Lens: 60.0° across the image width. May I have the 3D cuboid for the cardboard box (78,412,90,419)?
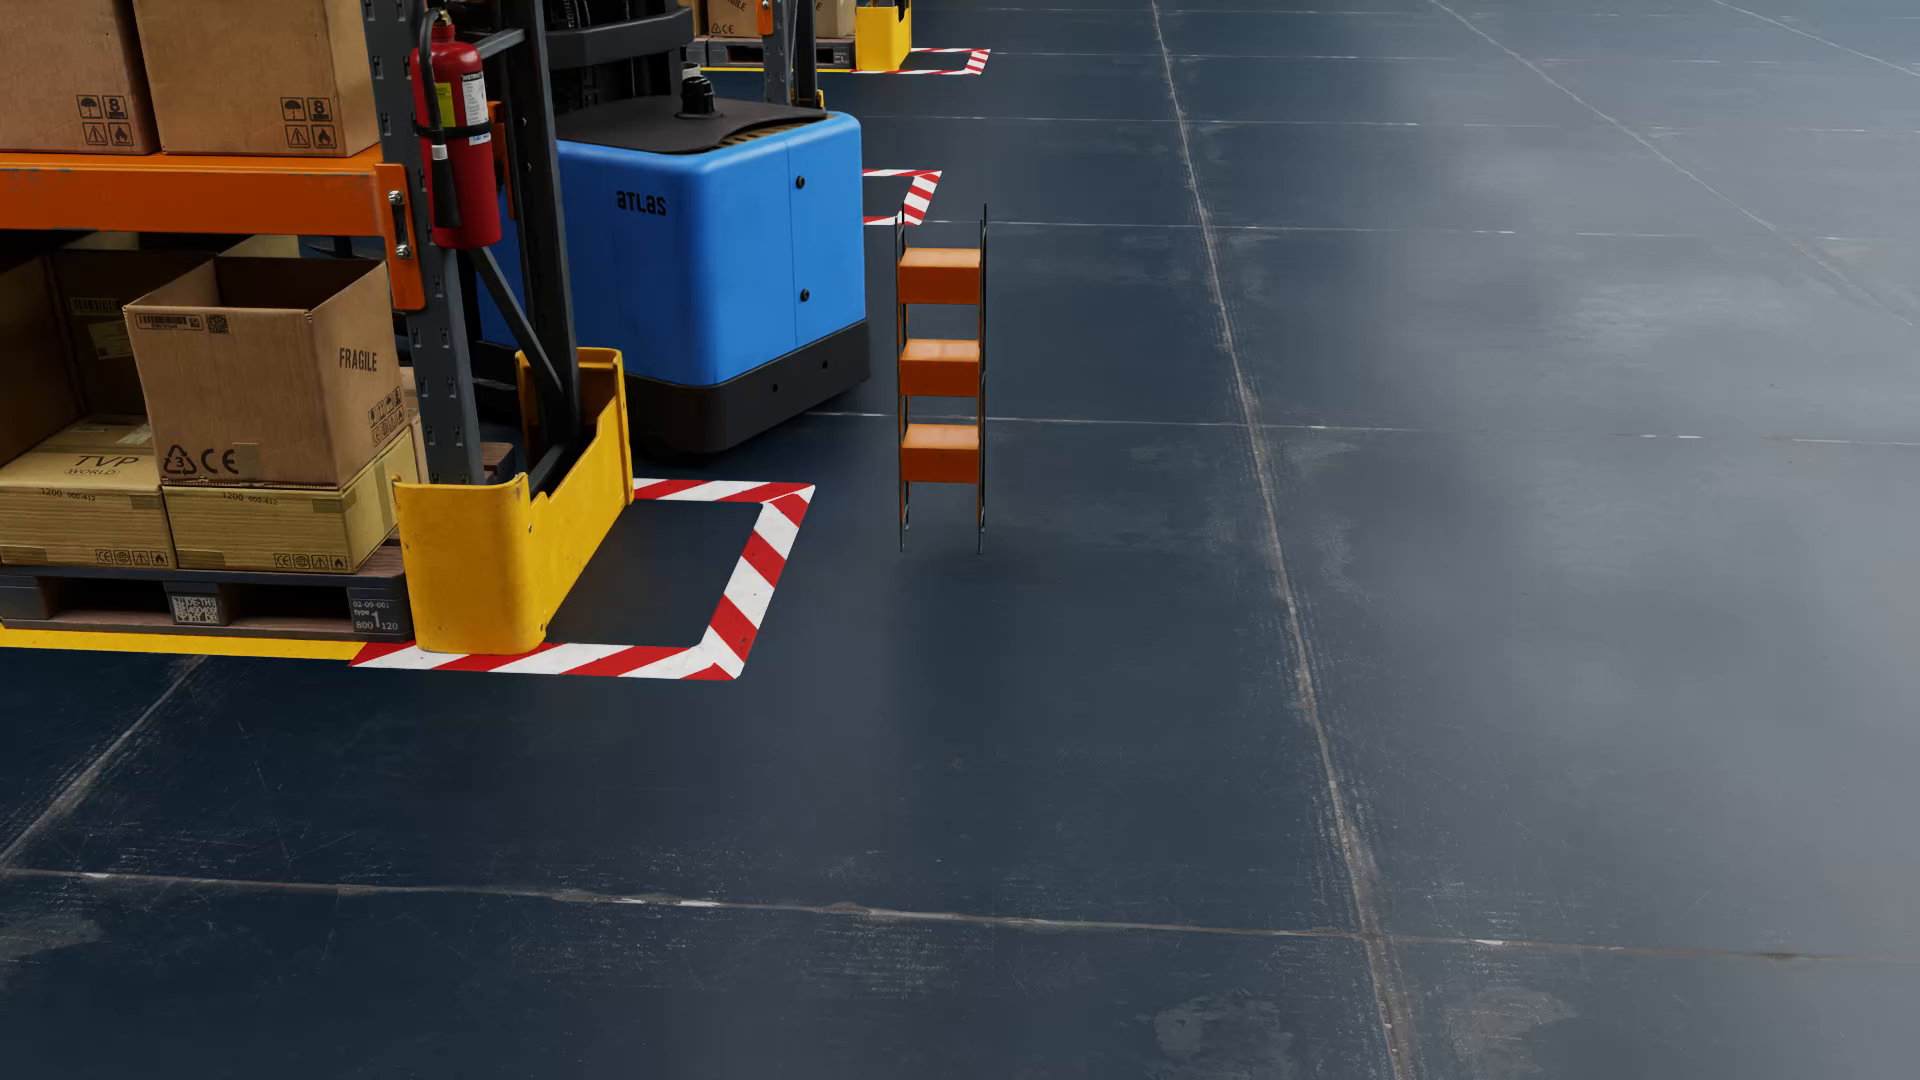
[{"bbox_3d":[-2.839,-0.375,5.264,0.500,0.250,0.500,2,25,4],"label":"cardboard box"}]

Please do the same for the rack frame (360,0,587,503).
[{"bbox_3d":[-1.324,-1.293,4.472,0.127,3.000,1.000,2,25,4],"label":"rack frame"}]

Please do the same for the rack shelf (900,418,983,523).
[{"bbox_3d":[-0.053,-0.217,5.155,0.240,0.259,0.215,2,25,4],"label":"rack shelf"}]

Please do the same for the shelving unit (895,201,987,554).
[{"bbox_3d":[-0.053,-0.479,5.034,0.252,1.050,0.215,2,25,4],"label":"shelving unit"}]

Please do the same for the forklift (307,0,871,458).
[{"bbox_3d":[-1.872,-2.064,6.228,3.031,2.935,1.130,14,28,28],"label":"forklift"}]

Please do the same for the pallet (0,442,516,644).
[{"bbox_3d":[-2.090,-0.033,5.070,1.213,0.211,1.003,2,25,4],"label":"pallet"}]

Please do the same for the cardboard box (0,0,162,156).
[{"bbox_3d":[-2.313,-1.374,4.527,0.500,0.500,0.700,2,25,5],"label":"cardboard box"}]

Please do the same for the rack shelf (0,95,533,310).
[{"bbox_3d":[-3.319,-1.030,4.761,4.000,0.370,1.077,2,25,4],"label":"rack shelf"}]

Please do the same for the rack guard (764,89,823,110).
[{"bbox_3d":[-1.021,-2.205,9.443,0.348,0.500,1.175,2,25,4],"label":"rack guard"}]

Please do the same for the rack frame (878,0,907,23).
[{"bbox_3d":[-0.562,-5.422,13.444,0.127,3.000,1.000,2,25,4],"label":"rack frame"}]

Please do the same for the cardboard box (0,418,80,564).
[{"bbox_3d":[-2.880,-0.155,4.786,0.500,0.250,0.500,2,25,4],"label":"cardboard box"}]

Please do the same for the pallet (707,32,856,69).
[{"bbox_3d":[-1.445,-4.198,14.121,1.213,0.211,1.003,2,25,4],"label":"pallet"}]

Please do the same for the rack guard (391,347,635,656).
[{"bbox_3d":[-1.300,-0.157,4.993,0.348,0.500,1.175,2,25,4],"label":"rack guard"}]

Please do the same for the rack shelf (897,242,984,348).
[{"bbox_3d":[-0.053,-0.727,4.920,0.240,0.259,0.215,2,25,4],"label":"rack shelf"}]

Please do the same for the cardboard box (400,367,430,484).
[{"bbox_3d":[-1.842,-0.345,5.198,0.500,0.250,0.500,2,25,4],"label":"cardboard box"}]

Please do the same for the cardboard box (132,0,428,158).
[{"bbox_3d":[-1.789,-1.359,4.495,0.500,0.500,0.700,2,25,4],"label":"cardboard box"}]

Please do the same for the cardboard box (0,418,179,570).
[{"bbox_3d":[-2.381,-0.140,4.752,0.500,0.250,0.500,2,25,4],"label":"cardboard box"}]

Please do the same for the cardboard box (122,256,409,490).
[{"bbox_3d":[-1.882,-0.469,4.570,0.500,0.500,0.500,2,25,4],"label":"cardboard box"}]

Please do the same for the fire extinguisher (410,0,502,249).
[{"bbox_3d":[-1.242,-1.061,4.059,0.183,0.674,0.296,2,25,4],"label":"fire extinguisher"}]

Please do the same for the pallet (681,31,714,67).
[{"bbox_3d":[-2.659,-4.238,14.208,1.213,0.211,1.003,2,25,4],"label":"pallet"}]

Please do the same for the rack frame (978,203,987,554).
[{"bbox_3d":[0.068,-0.475,5.026,0.008,1.050,0.200,2,25,4],"label":"rack frame"}]

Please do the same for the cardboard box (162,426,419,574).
[{"bbox_3d":[-1.882,-0.129,4.728,0.500,0.250,0.500,2,25,4],"label":"cardboard box"}]

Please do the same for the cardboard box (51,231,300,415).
[{"bbox_3d":[-2.341,-0.701,5.074,0.500,0.500,0.500,2,25,4],"label":"cardboard box"}]

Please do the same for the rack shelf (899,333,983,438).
[{"bbox_3d":[-0.053,-0.469,5.039,0.240,0.259,0.215,2,25,4],"label":"rack shelf"}]

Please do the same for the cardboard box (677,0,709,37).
[{"bbox_3d":[-2.405,-4.537,14.009,0.500,0.500,0.500,4,25,9],"label":"cardboard box"}]

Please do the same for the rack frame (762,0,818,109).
[{"bbox_3d":[-0.941,-3.357,8.958,0.127,3.000,1.000,2,25,4],"label":"rack frame"}]

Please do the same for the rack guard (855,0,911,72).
[{"bbox_3d":[-0.638,-4.289,13.972,0.348,0.500,1.175,2,25,4],"label":"rack guard"}]

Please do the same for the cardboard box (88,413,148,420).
[{"bbox_3d":[-2.341,-0.359,5.229,0.500,0.250,0.500,2,25,4],"label":"cardboard box"}]

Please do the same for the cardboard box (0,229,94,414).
[{"bbox_3d":[-2.840,-0.711,5.097,0.500,0.500,0.500,2,25,4],"label":"cardboard box"}]

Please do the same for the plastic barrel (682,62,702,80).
[{"bbox_3d":[-1.604,-2.407,9.367,0.421,0.512,0.421,0,25,0],"label":"plastic barrel"}]

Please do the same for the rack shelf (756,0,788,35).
[{"bbox_3d":[-2.936,-3.095,9.248,4.000,0.370,1.077,2,25,4],"label":"rack shelf"}]

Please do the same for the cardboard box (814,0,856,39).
[{"bbox_3d":[-1.184,-4.504,13.938,0.500,0.500,0.500,6,25,14],"label":"cardboard box"}]

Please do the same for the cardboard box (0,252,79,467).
[{"bbox_3d":[-2.880,-0.494,4.626,0.500,0.500,0.500,2,25,4],"label":"cardboard box"}]

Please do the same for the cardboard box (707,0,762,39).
[{"bbox_3d":[-1.782,-4.509,13.948,0.500,0.500,0.500,8,26,18],"label":"cardboard box"}]

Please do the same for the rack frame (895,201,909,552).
[{"bbox_3d":[-0.175,-0.483,5.043,0.008,1.050,0.200,2,25,4],"label":"rack frame"}]
